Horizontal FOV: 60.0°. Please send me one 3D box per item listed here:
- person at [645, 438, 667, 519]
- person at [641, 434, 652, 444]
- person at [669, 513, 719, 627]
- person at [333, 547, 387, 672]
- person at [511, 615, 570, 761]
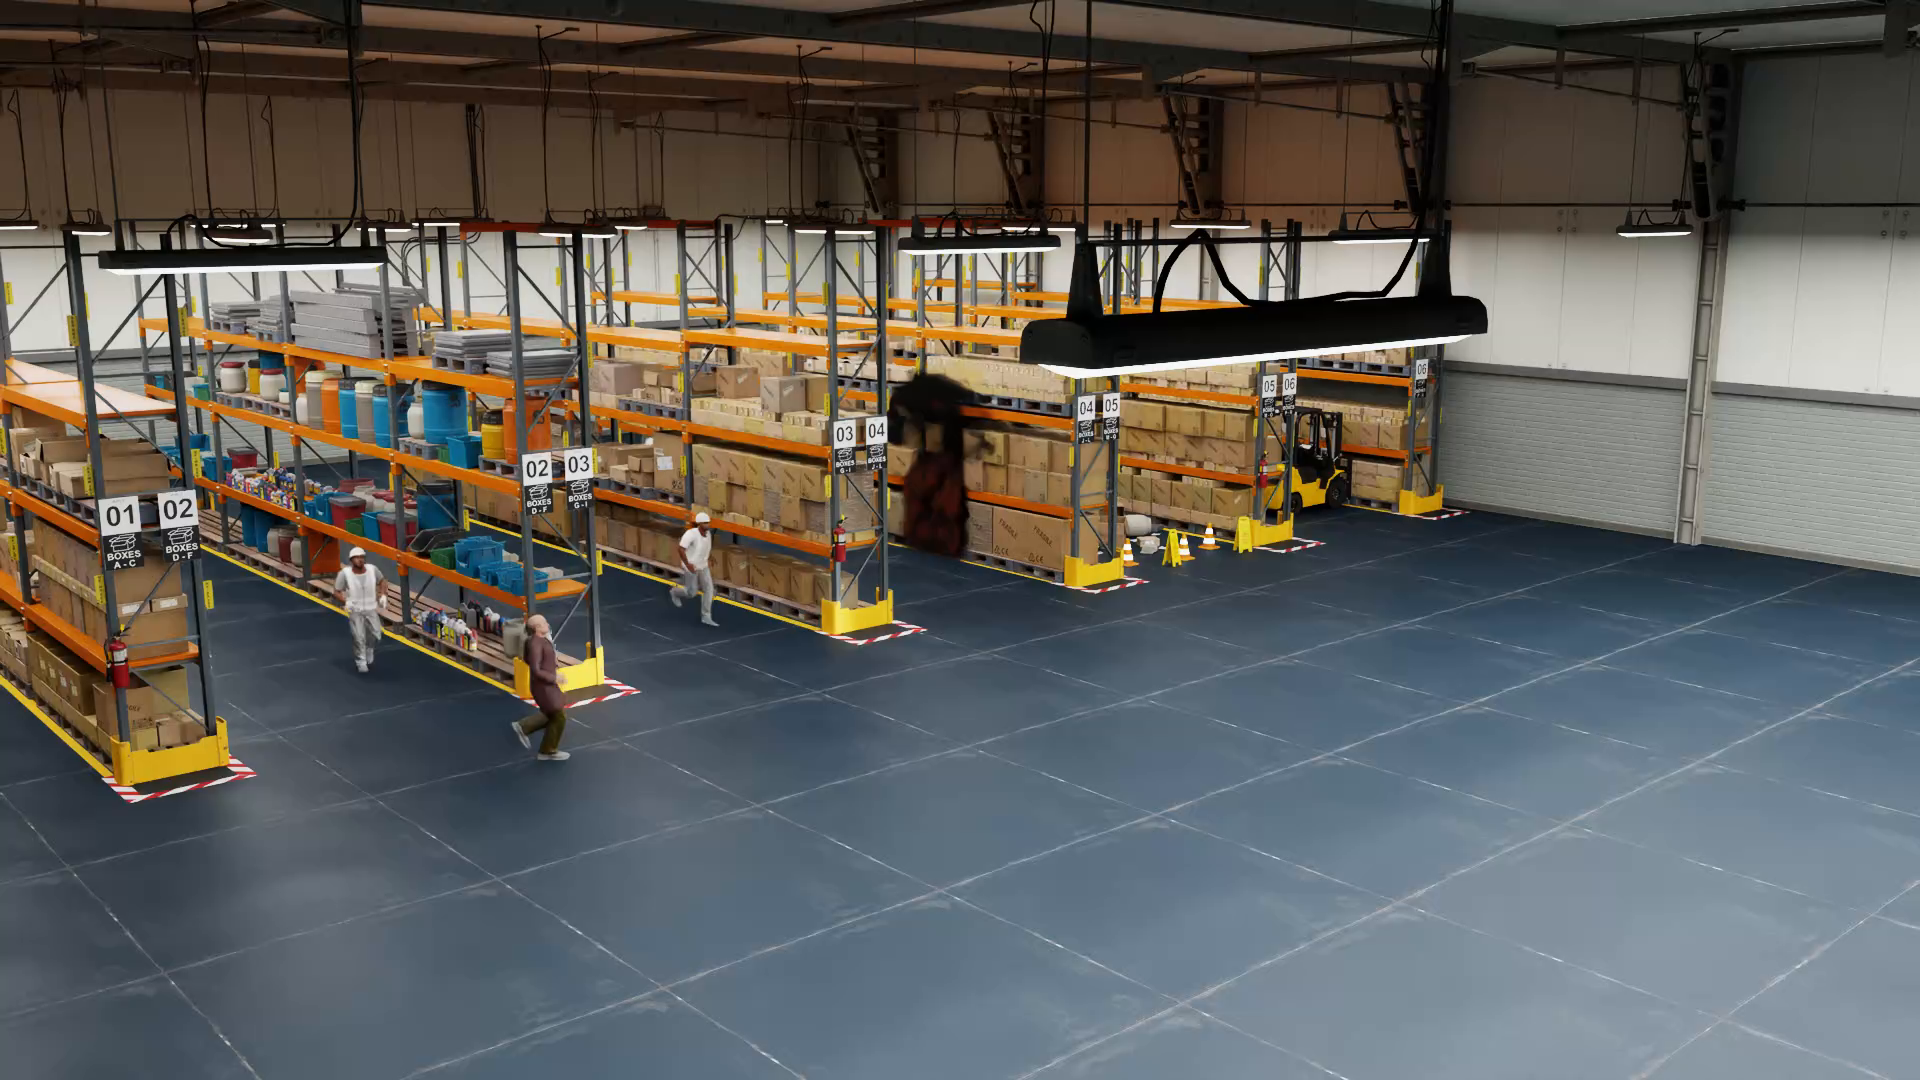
[{"bbox_3d":[-6.115,-1.162,32.957,0.670,1.746,0.879,-11,16,-44],"label":"person"},{"bbox_3d":[-7.707,-2.742,41.181,0.806,1.771,0.701,3,12,16],"label":"person"},{"bbox_3d":[-4.081,0.426,25.503,0.963,1.750,0.703,8,14,36],"label":"person"},{"bbox_3d":[-8.167,0.949,22.756,0.731,1.734,0.618,-8,14,-35],"label":"person"},{"bbox_3d":[-4.832,1.707,19.086,0.643,1.738,0.712,-4,12,-18],"label":"person"}]
